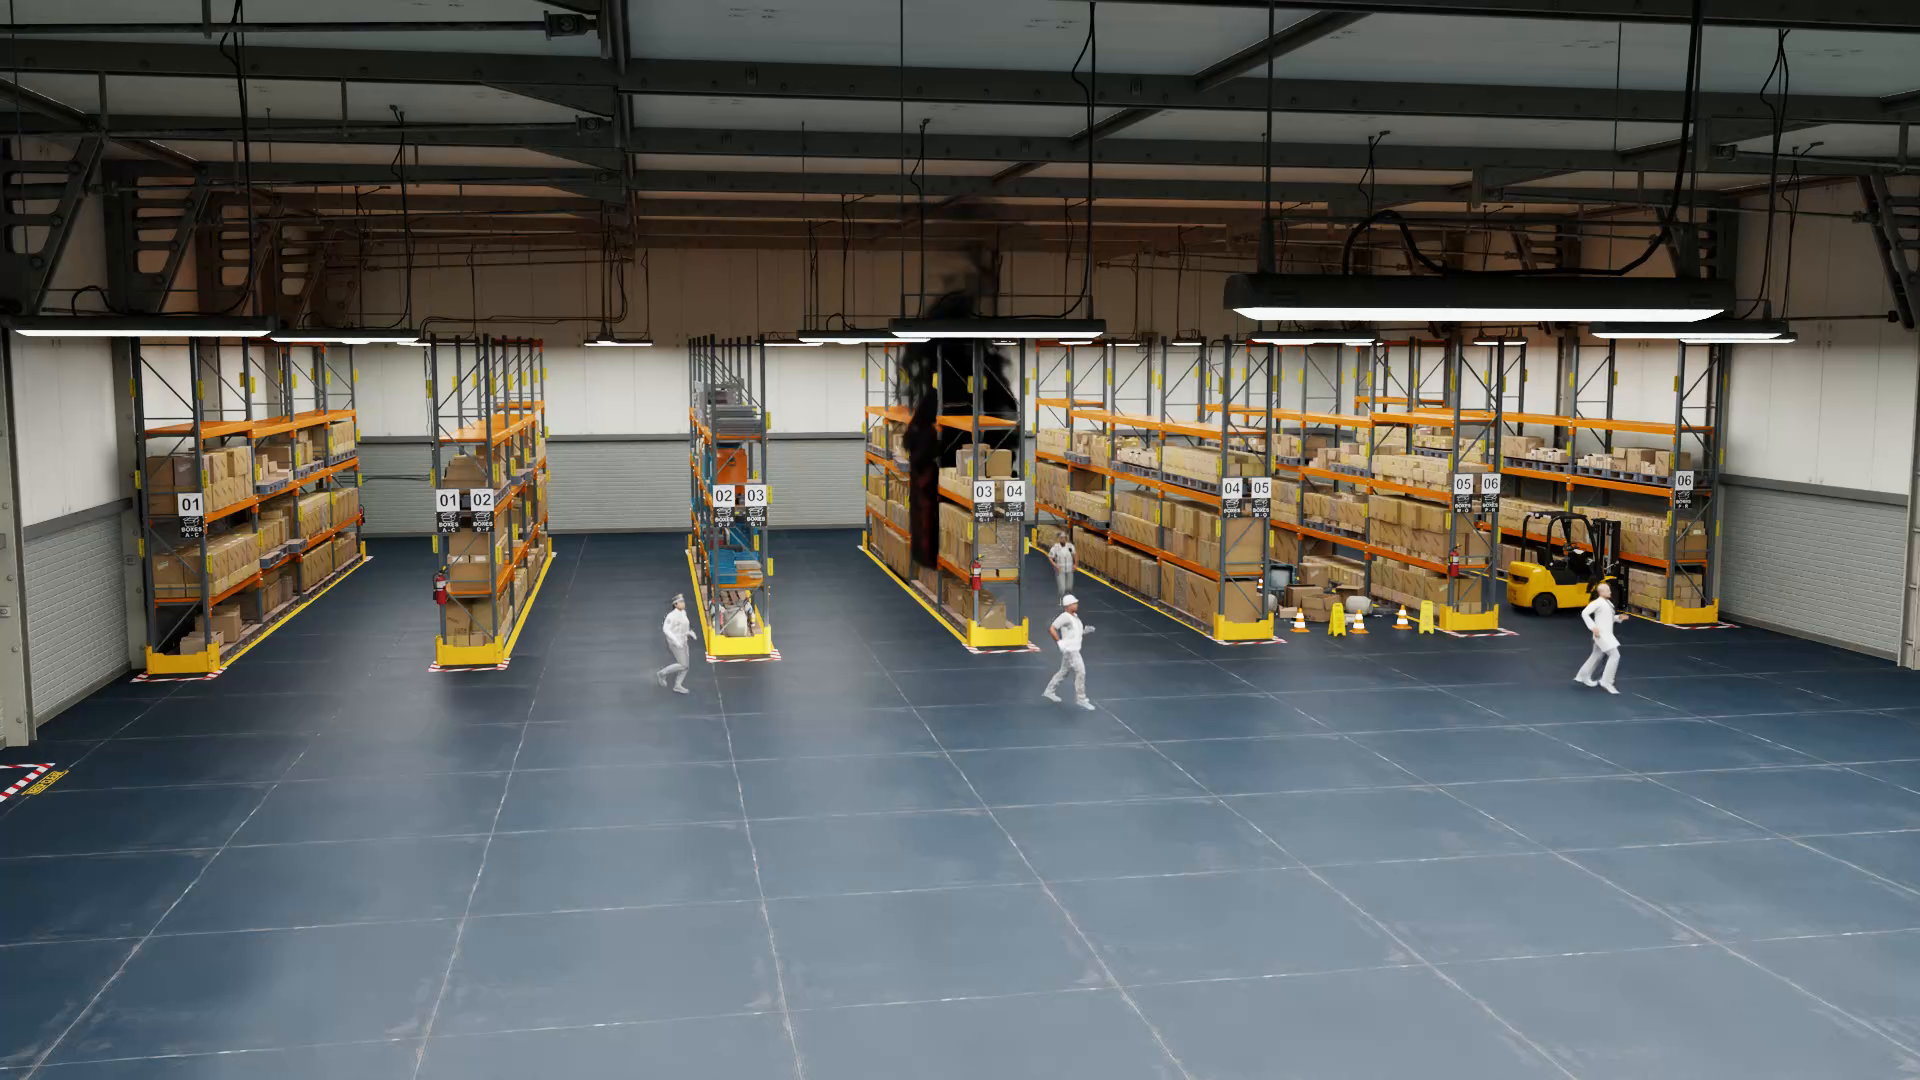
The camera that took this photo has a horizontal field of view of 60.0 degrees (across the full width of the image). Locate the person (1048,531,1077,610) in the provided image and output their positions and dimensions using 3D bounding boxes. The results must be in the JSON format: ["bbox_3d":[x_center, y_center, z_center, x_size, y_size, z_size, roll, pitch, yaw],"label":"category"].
[{"bbox_3d":[2.273,0.661,36.747,0.675,1.758,0.669,-2,7,-13],"label":"person"}]

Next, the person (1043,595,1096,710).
[{"bbox_3d":[1.755,1.783,26.562,0.874,1.826,0.671,1,7,12],"label":"person"}]

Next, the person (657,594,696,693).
[{"bbox_3d":[-4.739,1.726,27.854,0.594,1.670,0.587,2,7,18],"label":"person"}]

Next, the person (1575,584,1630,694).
[{"bbox_3d":[10.785,1.595,27.890,0.807,1.729,0.669,4,8,29],"label":"person"}]
